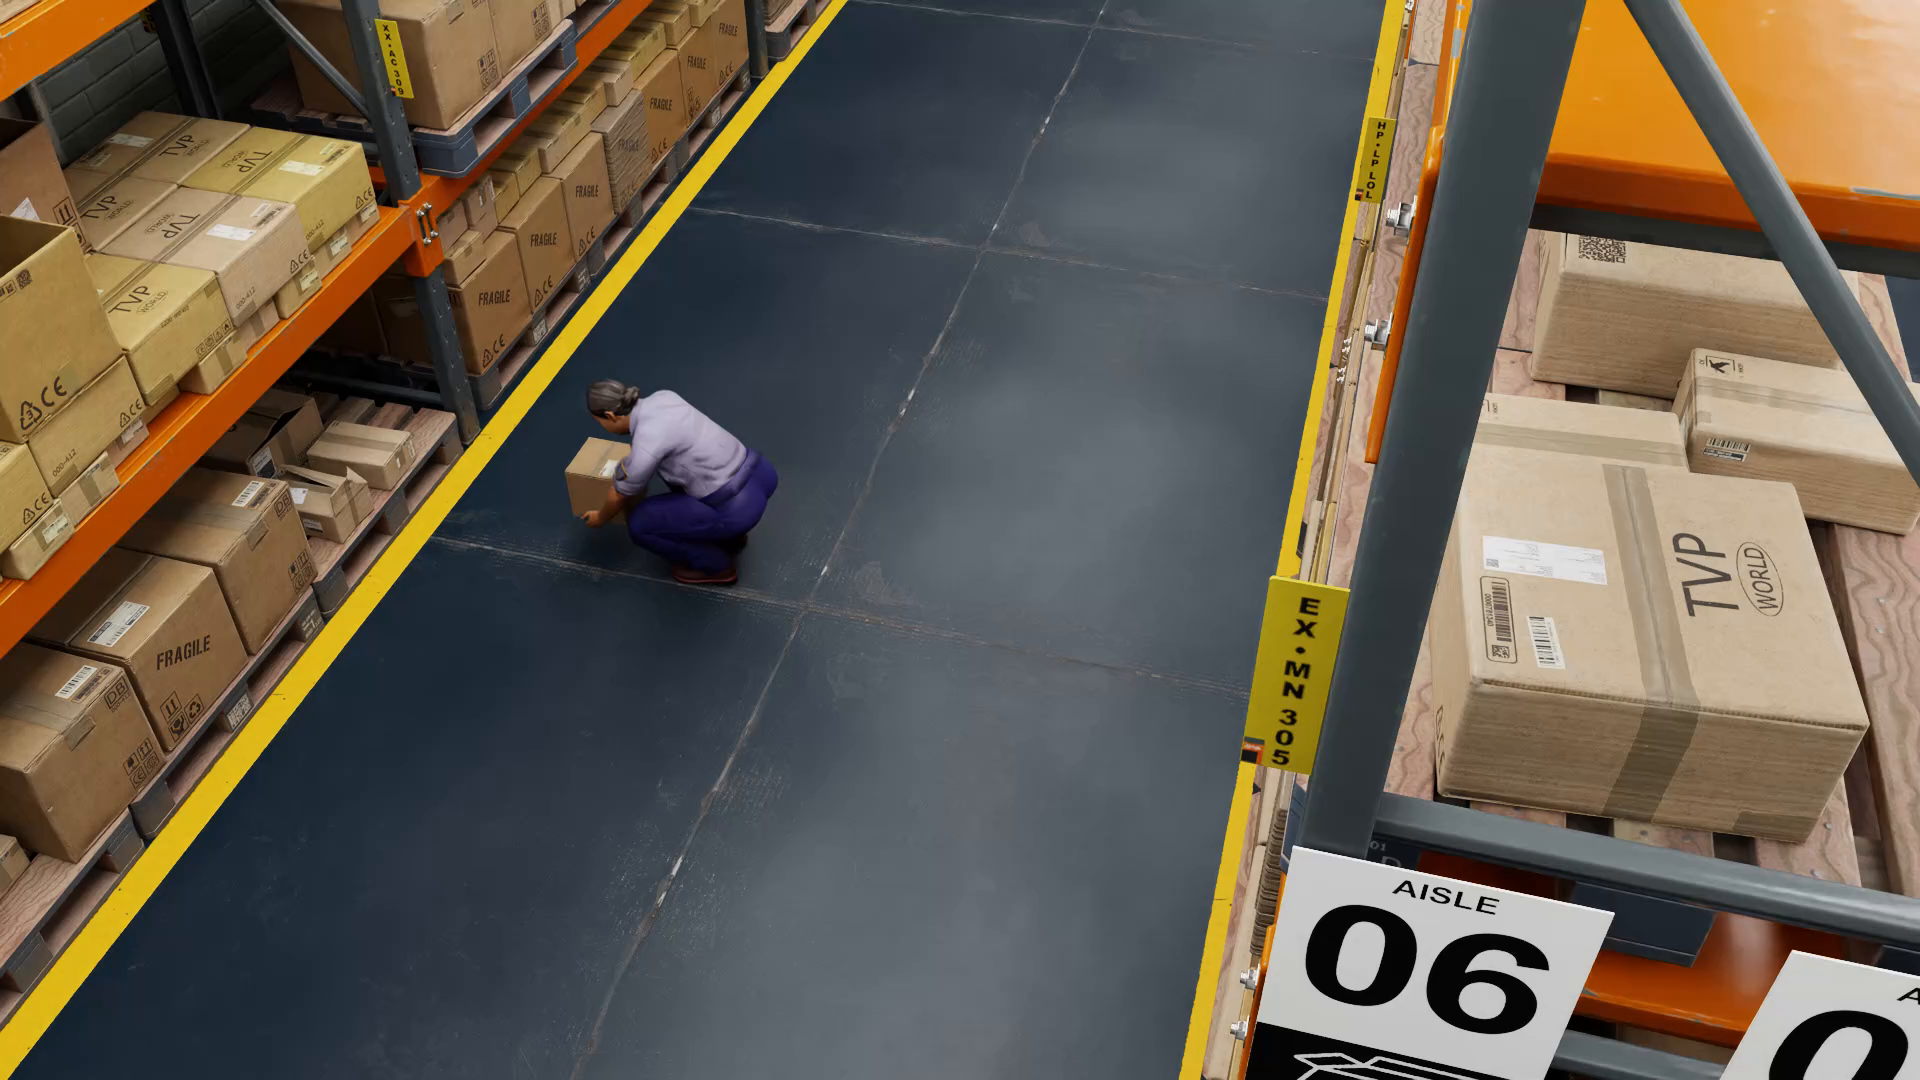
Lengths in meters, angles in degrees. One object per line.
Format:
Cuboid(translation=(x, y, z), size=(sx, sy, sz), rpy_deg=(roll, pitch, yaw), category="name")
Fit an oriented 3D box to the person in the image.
Cuboid(translation=(-1.206, -0.286, 7.055), size=(0.831, 0.924, 0.520), rpy_deg=(10, 42, 11), category="person")
